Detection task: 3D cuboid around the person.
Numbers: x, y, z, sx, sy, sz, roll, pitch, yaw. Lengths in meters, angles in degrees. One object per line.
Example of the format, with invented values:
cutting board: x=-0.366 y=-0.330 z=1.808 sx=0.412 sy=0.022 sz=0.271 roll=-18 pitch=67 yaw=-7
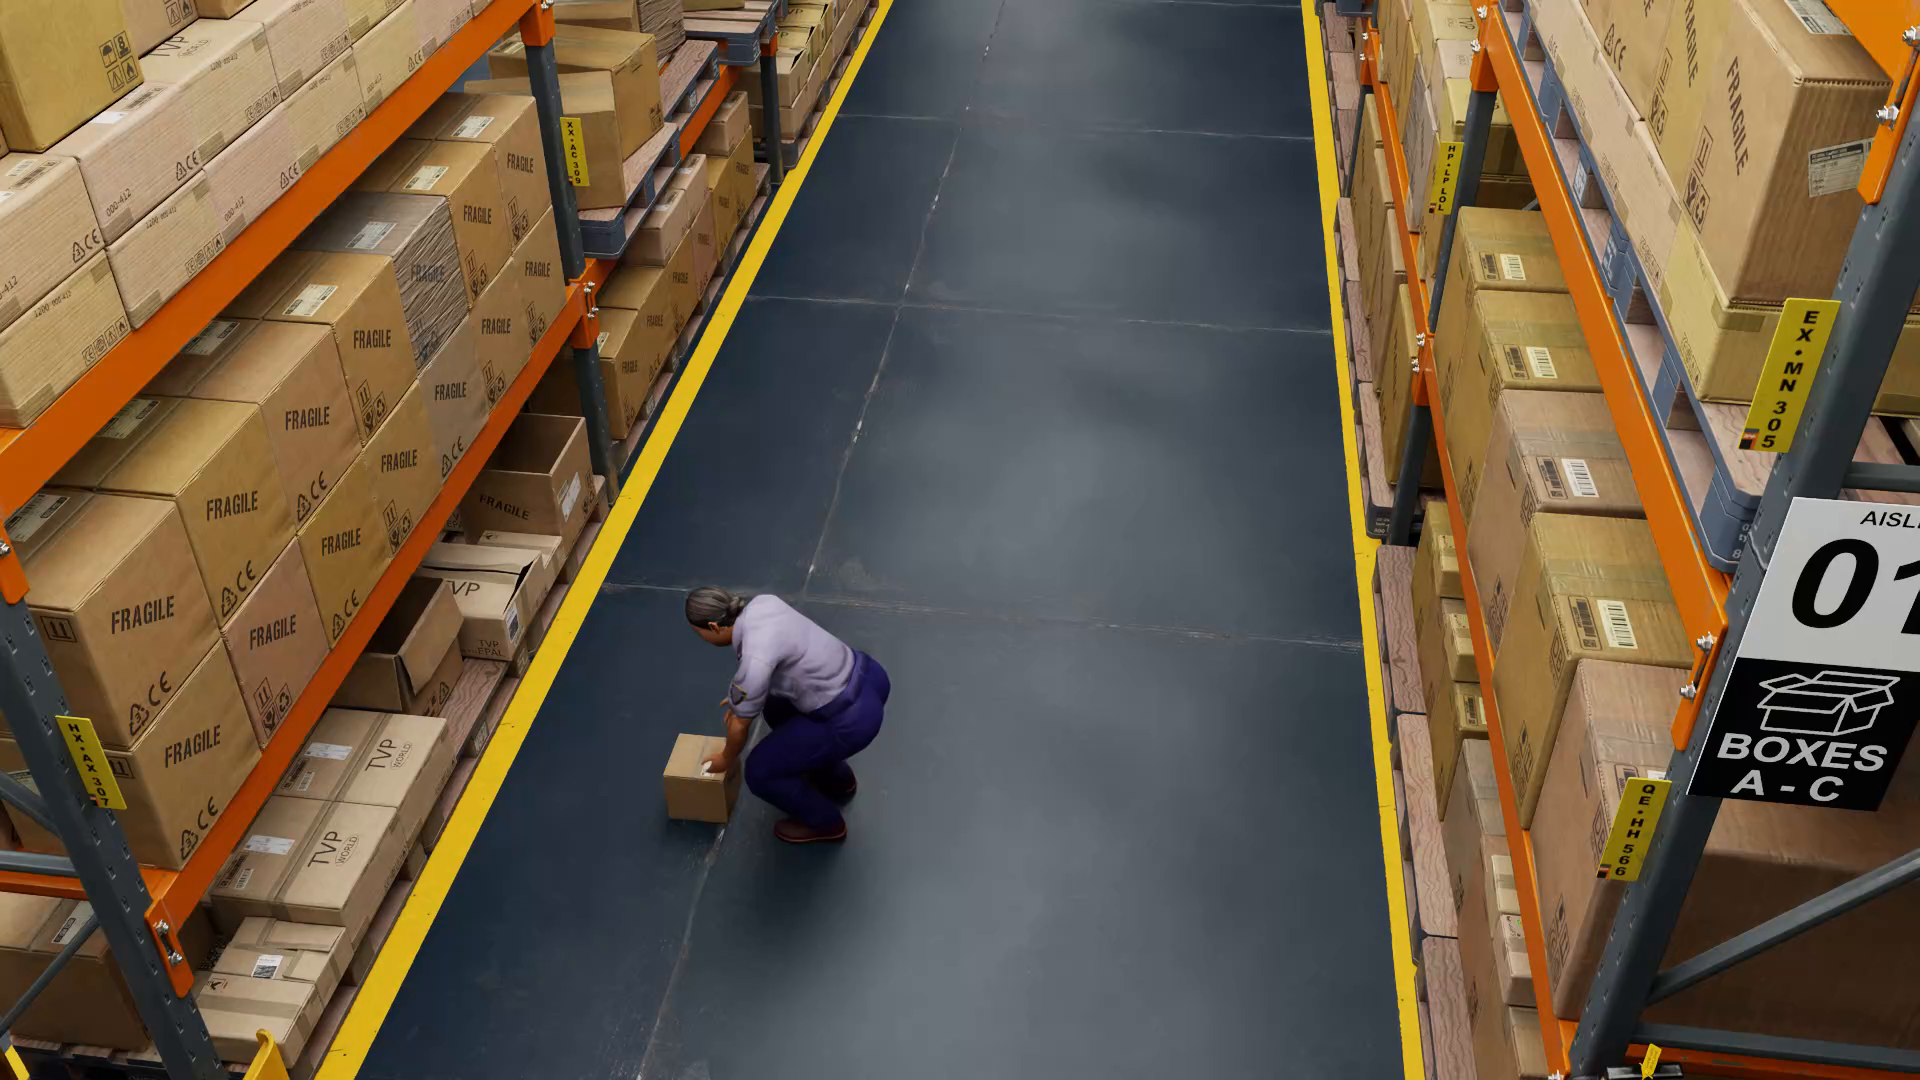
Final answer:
person: x=-0.663 y=0.669 z=6.552 sx=0.752 sy=1.169 sz=0.540 roll=4 pitch=37 yaw=6
